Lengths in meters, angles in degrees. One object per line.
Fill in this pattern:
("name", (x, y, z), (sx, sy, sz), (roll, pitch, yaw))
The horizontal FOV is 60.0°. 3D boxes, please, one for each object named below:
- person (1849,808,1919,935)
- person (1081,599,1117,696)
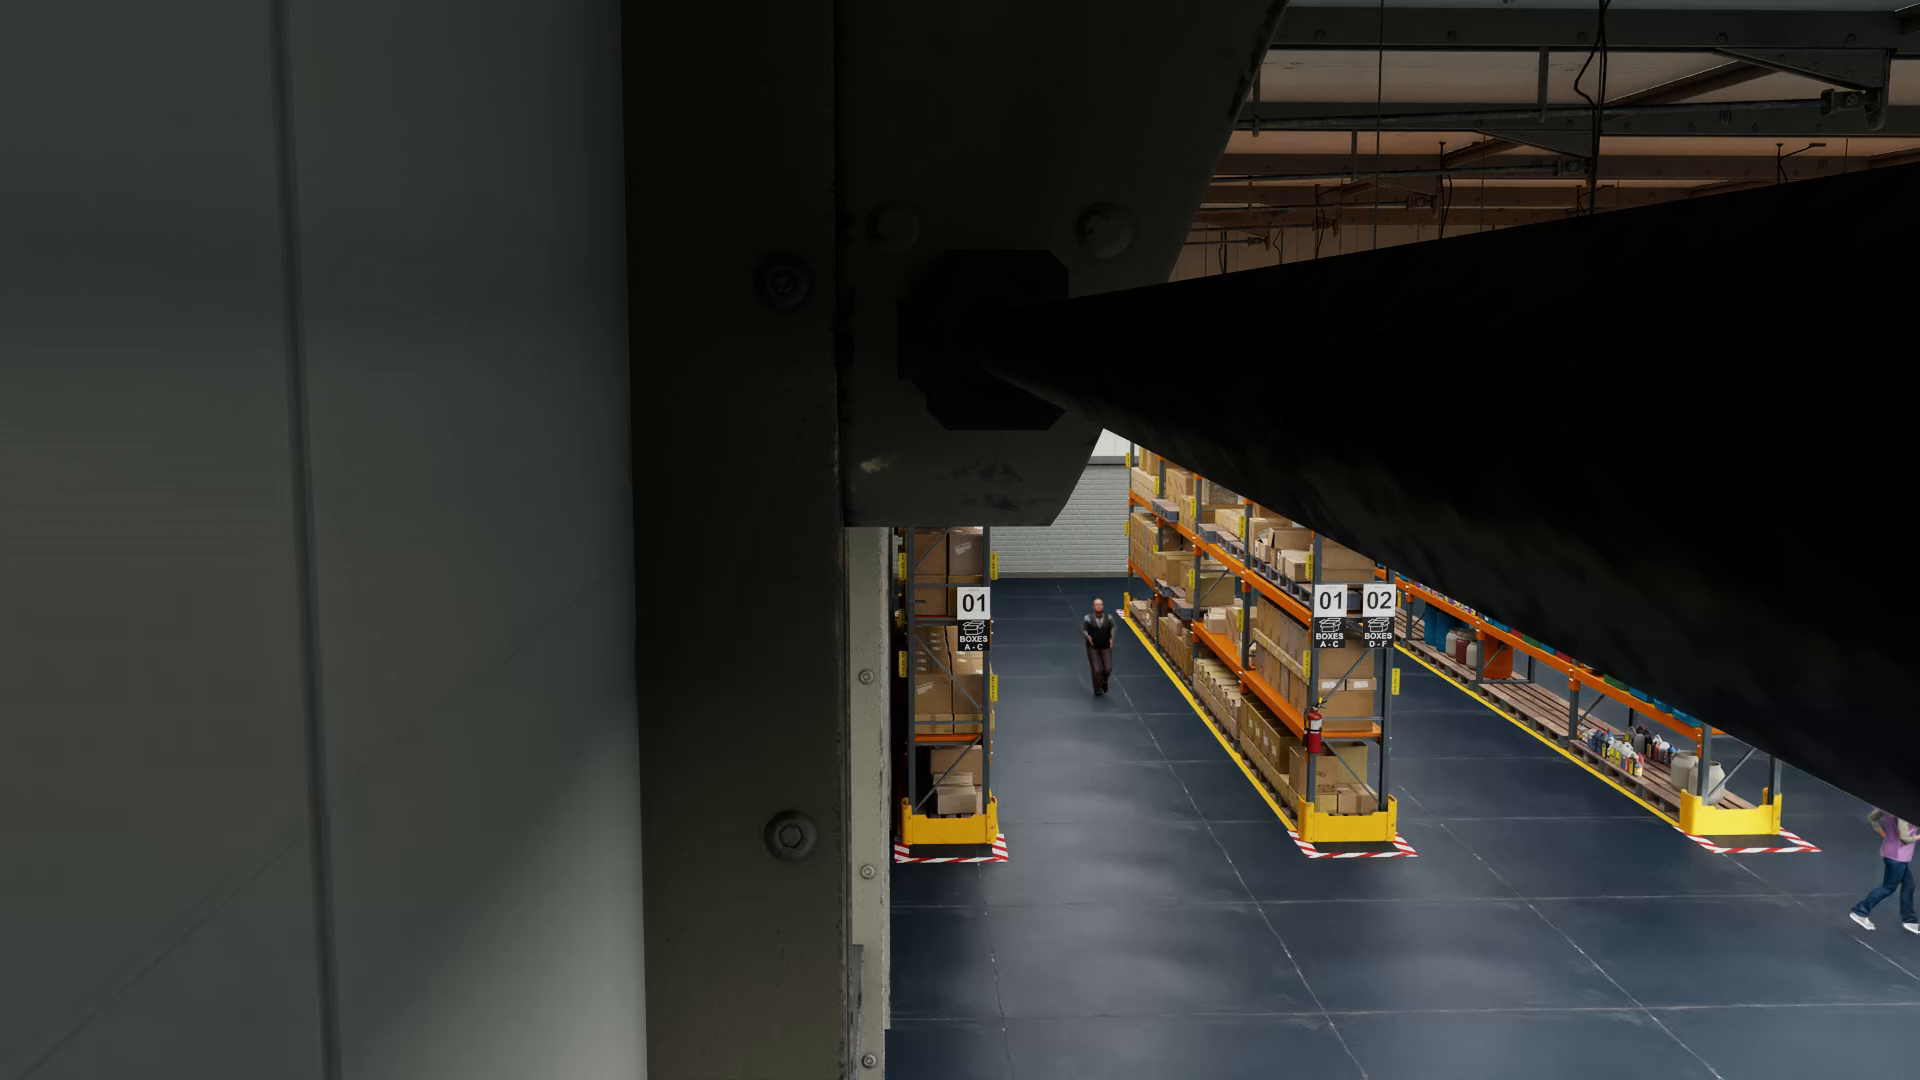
("person", (9.699, 3.316, 17.263), (0.770, 1.622, 0.522), (2, 8, 18))
("person", (2.389, 1.890, 28.449), (0.635, 1.602, 0.563), (0, 7, -2))
